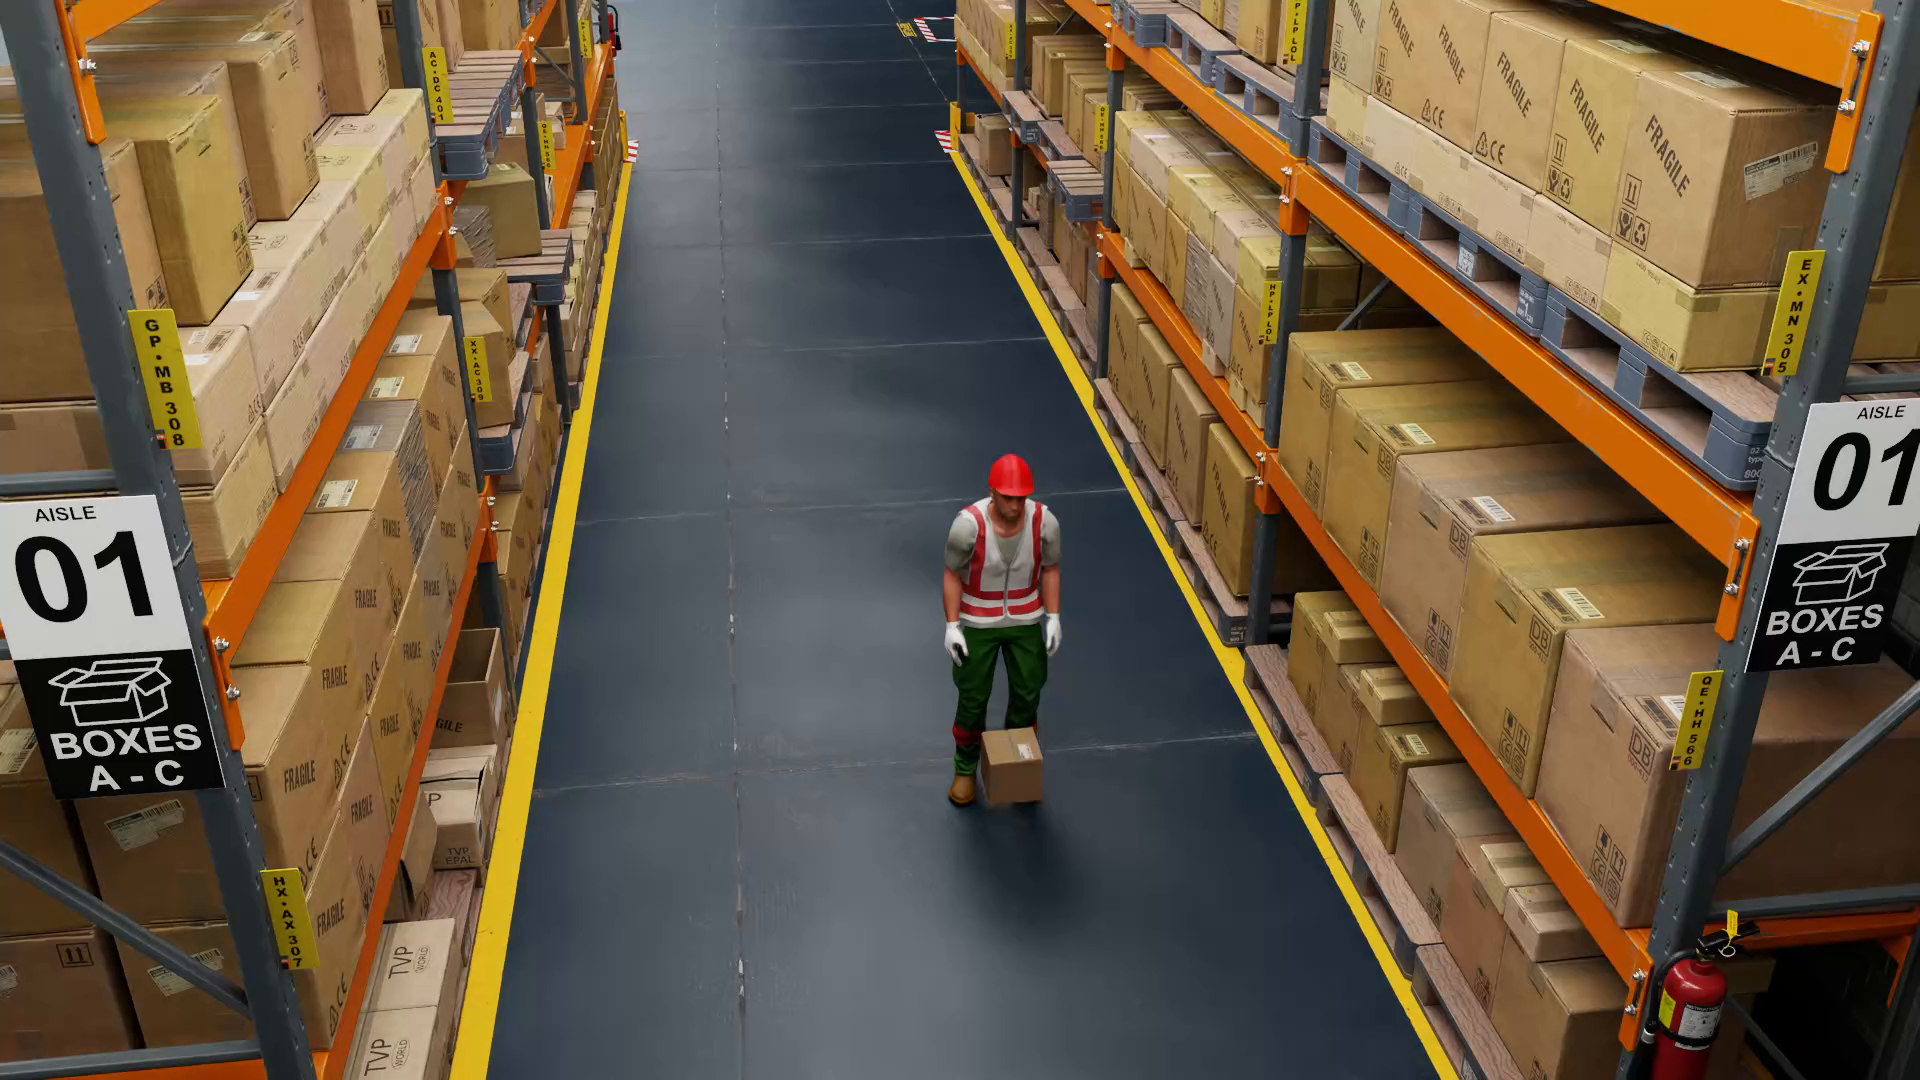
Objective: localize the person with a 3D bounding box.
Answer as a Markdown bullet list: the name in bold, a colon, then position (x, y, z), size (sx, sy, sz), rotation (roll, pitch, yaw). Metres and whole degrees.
- **person**: position (0.198, 0.403, 7.803), size (0.568, 1.781, 0.435), rotation (-4, 27, -9)
